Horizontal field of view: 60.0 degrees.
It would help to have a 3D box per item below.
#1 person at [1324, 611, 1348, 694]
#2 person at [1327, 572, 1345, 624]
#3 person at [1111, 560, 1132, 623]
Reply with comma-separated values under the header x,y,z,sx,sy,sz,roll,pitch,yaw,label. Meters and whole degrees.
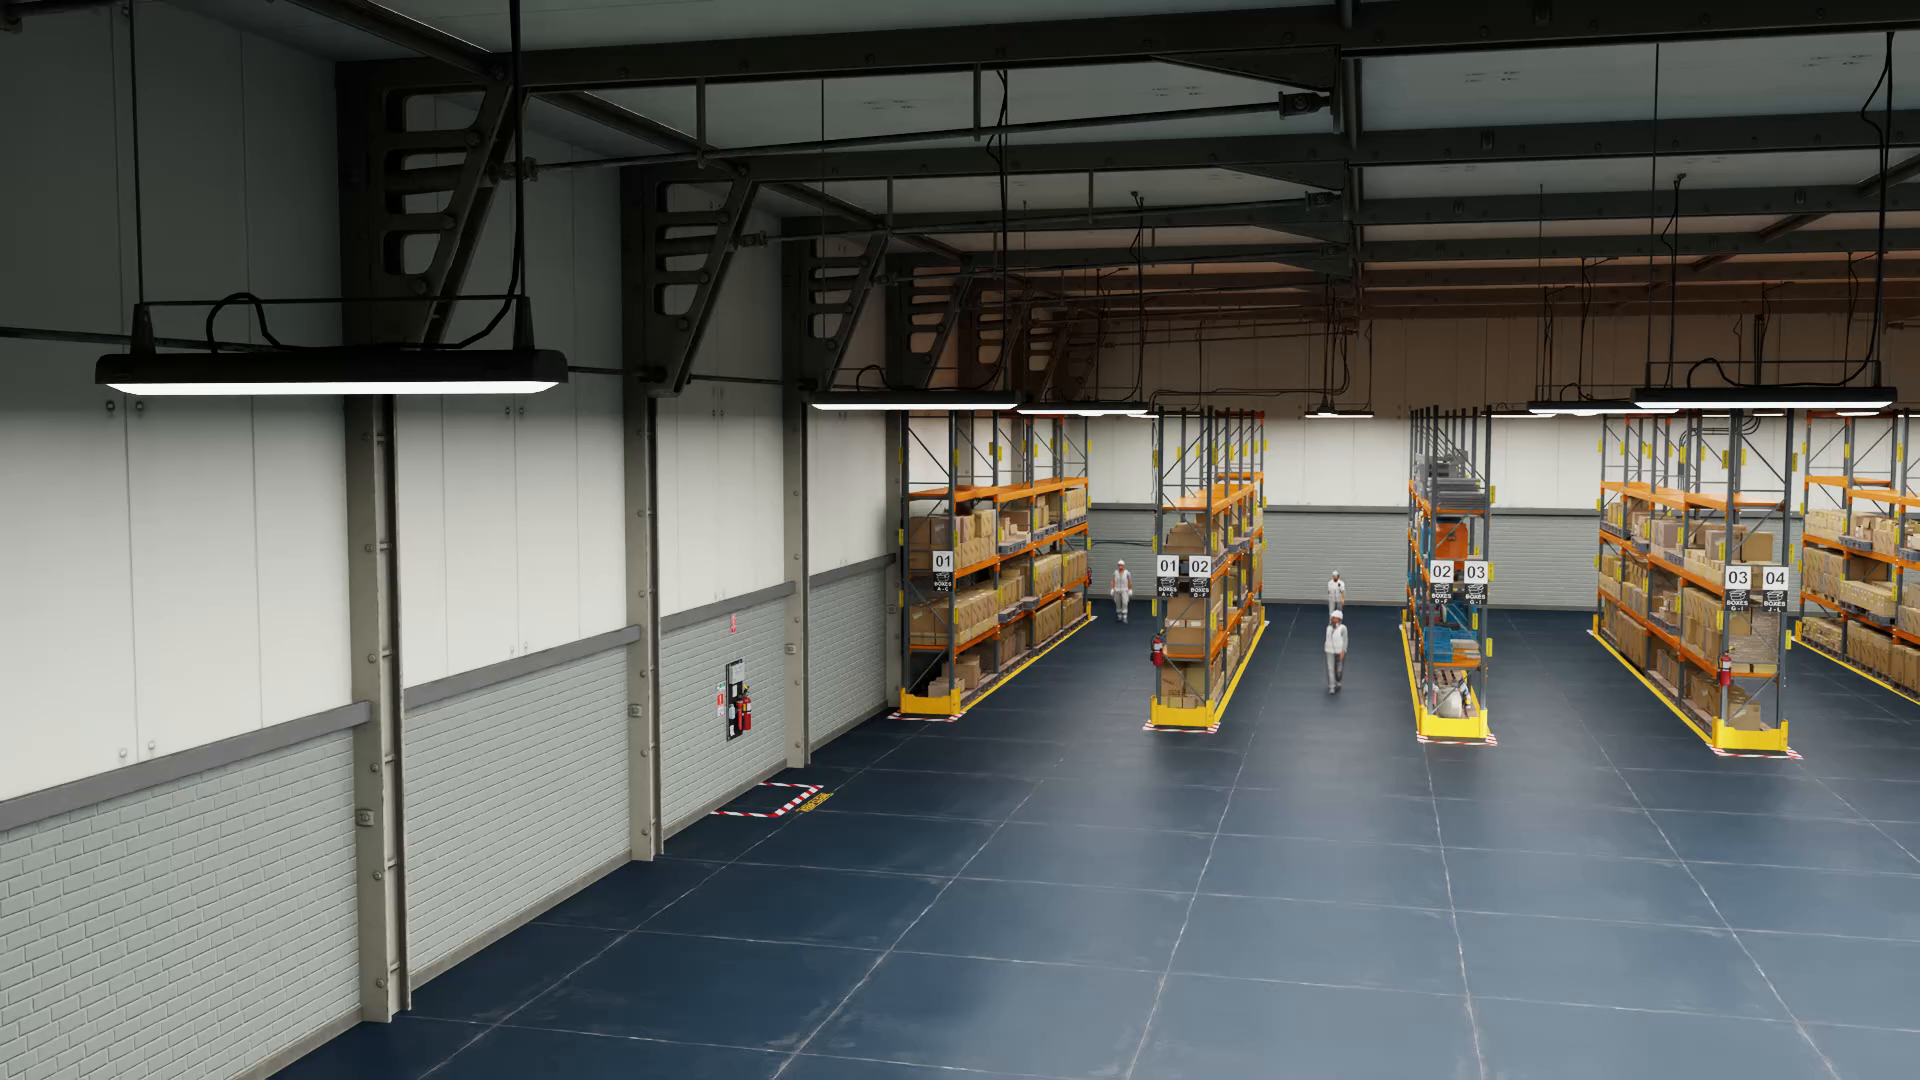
x,y,z,sx,sy,sz,roll,pitch,yaw,label
7.928,2.352,35.061,0.481,1.730,1.066,1,4,9,person
10.249,1.663,45.301,0.476,1.615,0.976,1,4,12,person
4.573,1.448,47.092,0.605,1.728,1.031,1,4,8,person
